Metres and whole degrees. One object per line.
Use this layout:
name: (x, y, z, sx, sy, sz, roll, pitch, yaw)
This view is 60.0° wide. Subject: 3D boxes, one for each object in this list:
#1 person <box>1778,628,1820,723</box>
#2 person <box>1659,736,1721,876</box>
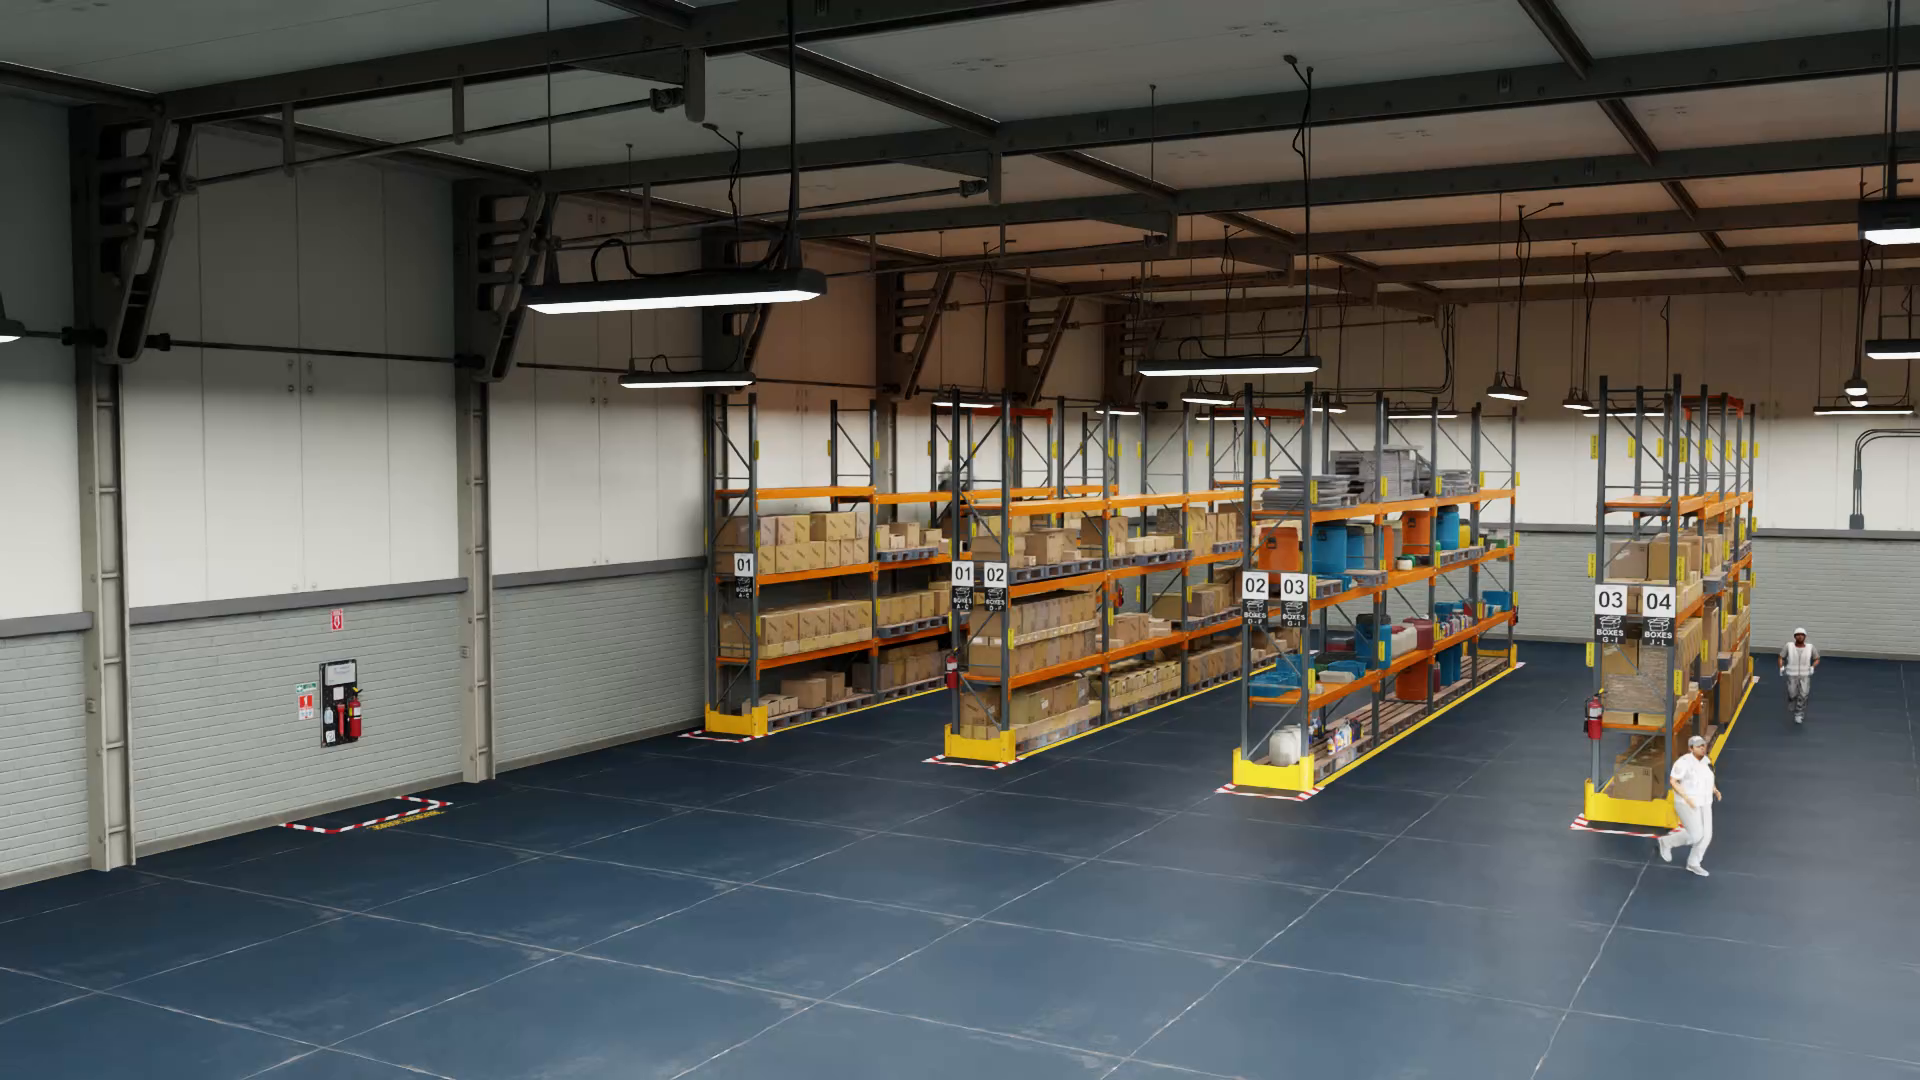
person: (15.449, 2.485, 30.624, 0.690, 1.737, 0.602, 1, 3, 23)
person: (8.703, 3.130, 19.770, 0.603, 1.645, 0.603, -1, 3, -24)
